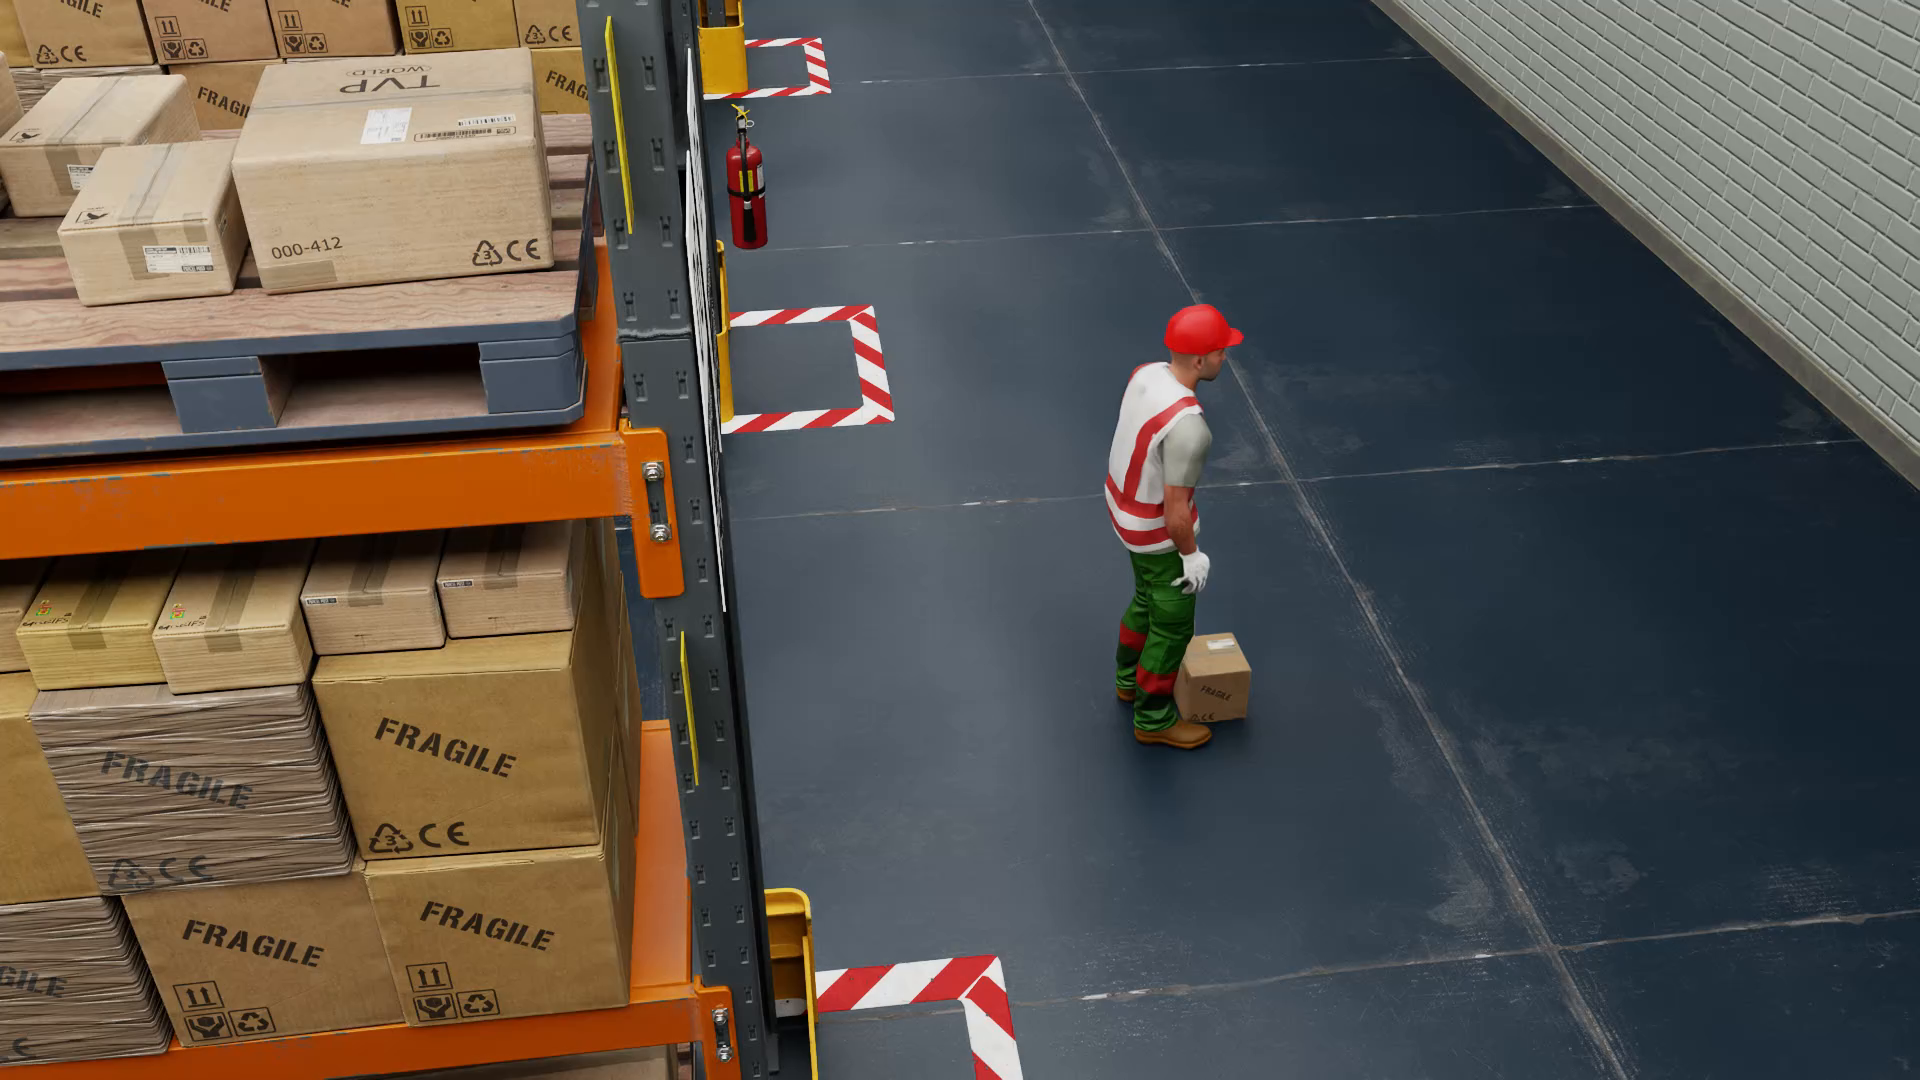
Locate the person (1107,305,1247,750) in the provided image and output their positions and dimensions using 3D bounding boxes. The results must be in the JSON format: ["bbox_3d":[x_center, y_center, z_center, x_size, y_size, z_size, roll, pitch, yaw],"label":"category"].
[{"bbox_3d":[0.781,-0.050,6.202,0.448,1.779,0.609,-4,35,-6],"label":"person"}]
